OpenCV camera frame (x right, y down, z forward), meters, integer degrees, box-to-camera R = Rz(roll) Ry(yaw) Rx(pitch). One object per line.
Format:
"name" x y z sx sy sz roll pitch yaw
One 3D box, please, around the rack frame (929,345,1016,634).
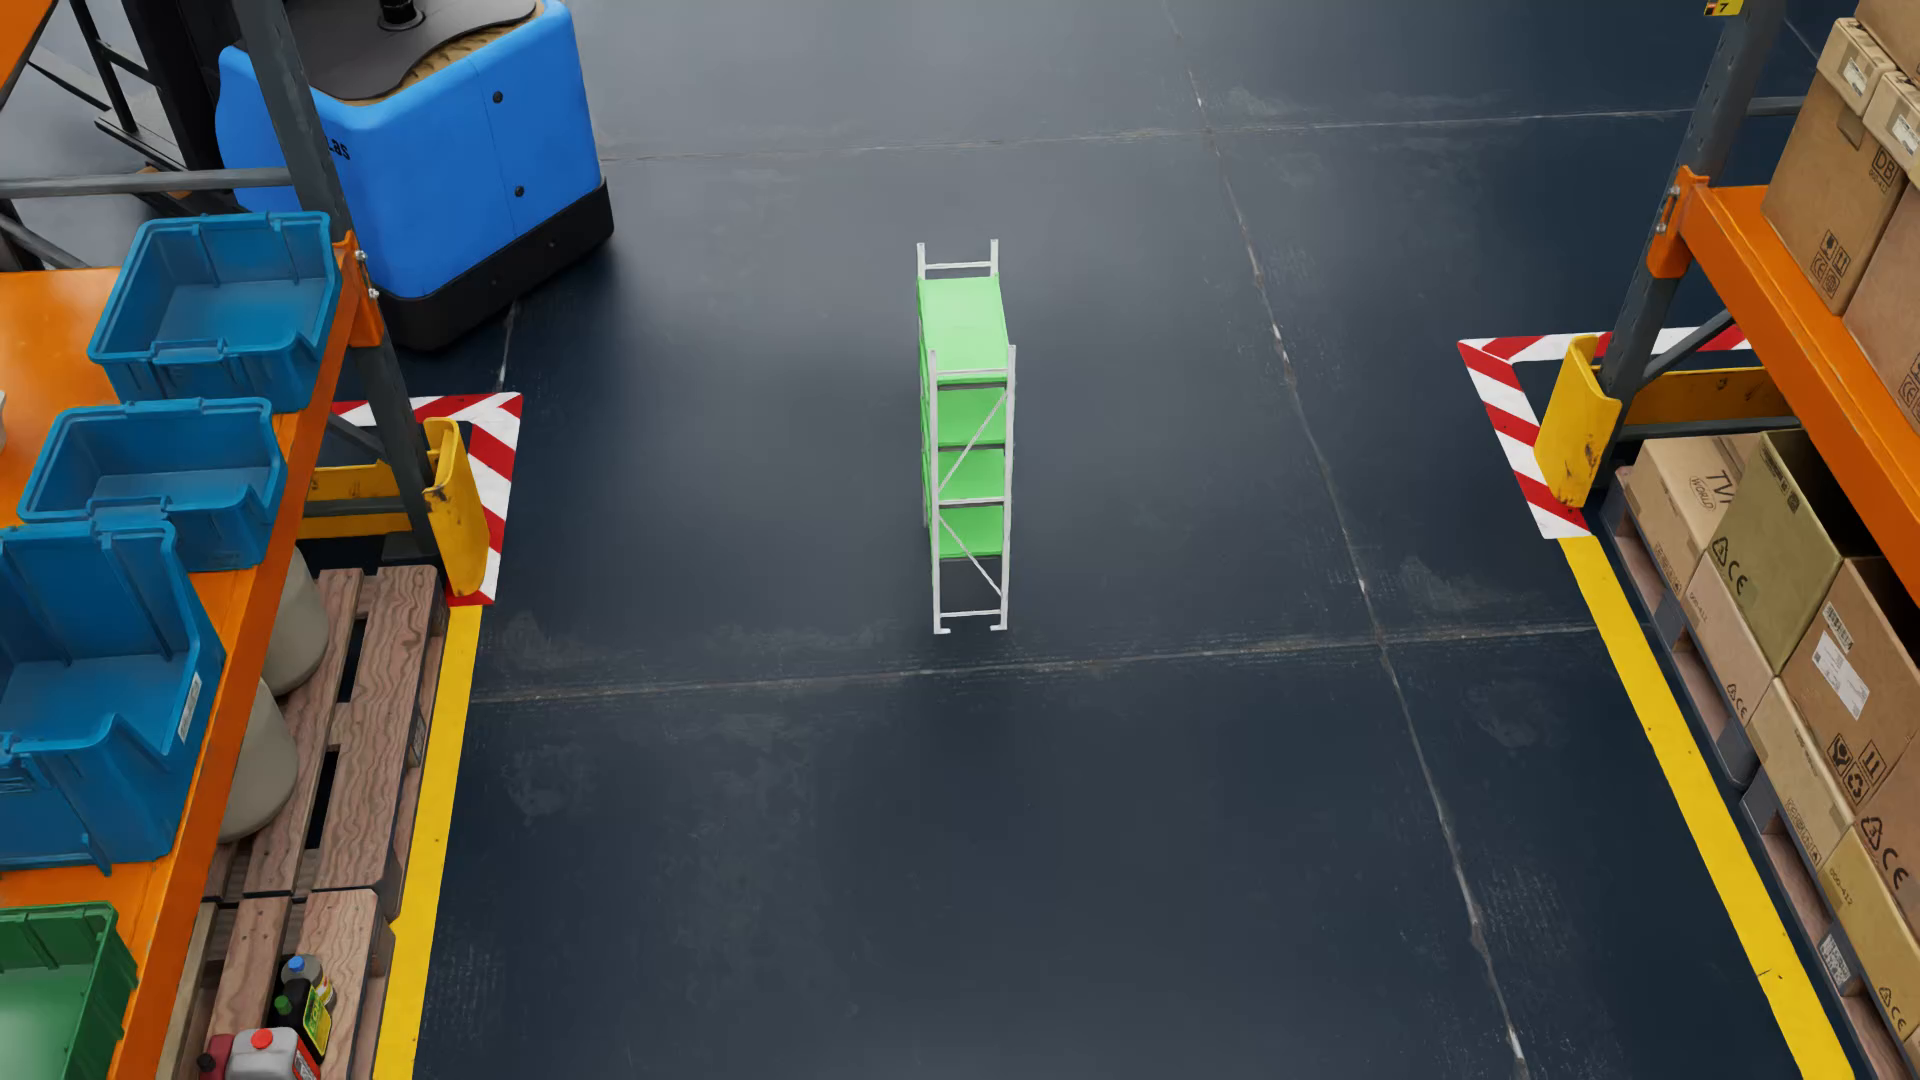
"rack frame" 0.034 -0.116 5.034 0.240 1.200 0.015 -3 47 -3

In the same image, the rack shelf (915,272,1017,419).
"rack shelf" 0.014 -0.579 4.899 0.258 0.148 0.480 -3 47 -3

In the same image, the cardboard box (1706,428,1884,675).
"cardboard box" 2.547 0.022 4.751 0.500 0.500 0.500 -3 47 -3

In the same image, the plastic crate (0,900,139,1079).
"plastic crate" -1.754 0.982 2.900 0.450 0.188 0.662 -3 47 -3

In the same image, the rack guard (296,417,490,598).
"rack guard" -2.203 -0.074 5.476 1.175 0.500 0.348 -3 47 -3

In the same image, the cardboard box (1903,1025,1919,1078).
"cardboard box" 2.670 1.366 3.995 0.500 0.250 0.500 -3 47 -3

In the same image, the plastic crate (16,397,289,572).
"plastic crate" -1.867 -0.120 3.901 0.499 0.251 0.408 -3 47 -3

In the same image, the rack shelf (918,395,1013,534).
"rack shelf" 0.014 -0.249 5.247 0.258 0.148 0.480 -3 47 -3

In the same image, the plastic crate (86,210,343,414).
"plastic crate" -1.916 -0.591 4.346 0.499 0.251 0.616 -3 47 -3

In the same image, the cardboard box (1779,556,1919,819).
"cardboard box" 2.602 0.383 4.409 0.500 0.500 0.500 -3 47 -3

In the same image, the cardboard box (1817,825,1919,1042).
"cardboard box" 2.627 1.004 4.338 0.500 0.250 0.500 -3 47 -3

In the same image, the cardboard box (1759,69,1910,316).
"cardboard box" 2.707 -0.980 4.543 0.700 0.500 0.500 -3 47 -3

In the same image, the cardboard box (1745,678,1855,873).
"cardboard box" 2.590 0.642 4.681 0.500 0.250 0.500 -3 47 -3

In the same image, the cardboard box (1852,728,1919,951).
"cardboard box" 2.626 0.746 4.066 0.500 0.500 0.500 -3 47 -3

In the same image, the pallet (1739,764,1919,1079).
"pallet" 2.885 1.106 4.557 1.003 0.211 1.213 -3 47 -3

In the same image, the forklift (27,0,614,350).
"forklift" -2.906 -2.618 6.211 3.031 2.935 1.130 29 53 25

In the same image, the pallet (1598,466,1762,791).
"pallet" 2.786 0.225 5.391 1.003 0.211 1.213 -3 47 -3

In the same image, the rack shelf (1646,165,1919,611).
"rack shelf" 2.848 0.410 3.791 1.077 0.370 4.000 -3 47 -3

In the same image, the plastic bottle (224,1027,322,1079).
"plastic bottle" -1.672 1.286 4.039 0.152 0.276 0.135 -3 47 -3

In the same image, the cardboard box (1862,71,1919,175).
"cardboard box" 2.523 -1.054 4.166 0.380 0.149 0.250 -5 47 -4

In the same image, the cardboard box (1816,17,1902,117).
"cardboard box" 2.499 -1.245 4.347 0.380 0.149 0.250 -4 47 -4

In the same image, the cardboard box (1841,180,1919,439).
"cardboard box" 2.755 -0.600 4.184 0.700 0.500 0.500 -2 47 -2

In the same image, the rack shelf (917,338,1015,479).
"rack shelf" 0.014 -0.414 5.073 0.258 0.148 0.480 -3 47 -3

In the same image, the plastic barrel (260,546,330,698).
"plastic barrel" -2.125 0.197 4.922 0.421 0.512 0.421 0 47 0

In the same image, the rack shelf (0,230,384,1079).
"rack shelf" -2.089 0.709 3.508 1.077 0.370 4.000 -3 47 -3

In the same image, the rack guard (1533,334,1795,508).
"rack guard" 2.678 -0.442 5.824 1.175 0.500 0.348 -3 47 -3

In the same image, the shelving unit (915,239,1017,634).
"shelving unit" 0.014 -0.293 5.201 0.258 1.200 0.503 -3 47 -3

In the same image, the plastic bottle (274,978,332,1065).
"plastic bottle" -1.637 1.183 4.132 0.061 0.283 0.133 -2 47 -2

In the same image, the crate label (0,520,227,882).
"crate label" -1.832 0.317 3.359 0.502 0.435 0.616 -3 47 -3

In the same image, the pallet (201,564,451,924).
"pallet" -2.140 0.613 5.024 1.003 0.211 1.213 -3 47 -3

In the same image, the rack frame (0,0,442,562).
"rack frame" -2.256 -0.986 4.618 1.000 3.000 0.127 -3 47 -3

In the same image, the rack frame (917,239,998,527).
"rack frame" -0.007 -0.469 5.368 0.240 1.200 0.015 -3 47 -3

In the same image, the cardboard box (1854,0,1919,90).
"cardboard box" 2.711 -1.388 4.036 0.700 0.500 0.500 -3 47 -3

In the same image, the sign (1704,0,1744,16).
"sign" 2.127 -1.580 4.529 0.100 0.325 0.005 -3 47 -3

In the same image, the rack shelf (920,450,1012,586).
"rack shelf" 0.014 -0.084 5.422 0.258 0.148 0.480 -3 47 -3

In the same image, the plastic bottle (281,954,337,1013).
"plastic bottle" -1.665 1.127 4.241 0.097 0.201 0.097 0 47 0

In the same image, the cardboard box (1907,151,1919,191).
"cardboard box" 2.543 -0.873 3.995 0.380 0.149 0.250 -3 47 -3

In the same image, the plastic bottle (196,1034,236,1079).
"plastic bottle" -1.778 1.290 4.030 0.061 0.283 0.133 -3 47 -3

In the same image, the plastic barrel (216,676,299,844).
"plastic barrel" -2.083 0.559 4.578 0.421 0.512 0.421 0 47 0

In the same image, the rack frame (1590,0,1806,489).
"rack frame" 2.680 -1.284 4.900 1.000 3.000 0.127 -3 47 -3

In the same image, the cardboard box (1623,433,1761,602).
"cardboard box" 2.503 -0.082 5.366 0.500 0.250 0.500 -3 47 -3

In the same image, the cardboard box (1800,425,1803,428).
"cardboard box" 3.022 -0.371 5.123 0.500 0.500 0.500 -3 47 -3

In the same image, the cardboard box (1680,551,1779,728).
"cardboard box" 2.549 0.280 5.023 0.500 0.250 0.500 -3 47 -3

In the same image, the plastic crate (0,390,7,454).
"plastic crate" -2.502 -0.228 4.082 0.298 0.136 0.250 -3 47 -3

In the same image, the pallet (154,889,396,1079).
"pallet" -2.041 1.494 4.190 1.003 0.211 1.213 -3 47 -3
